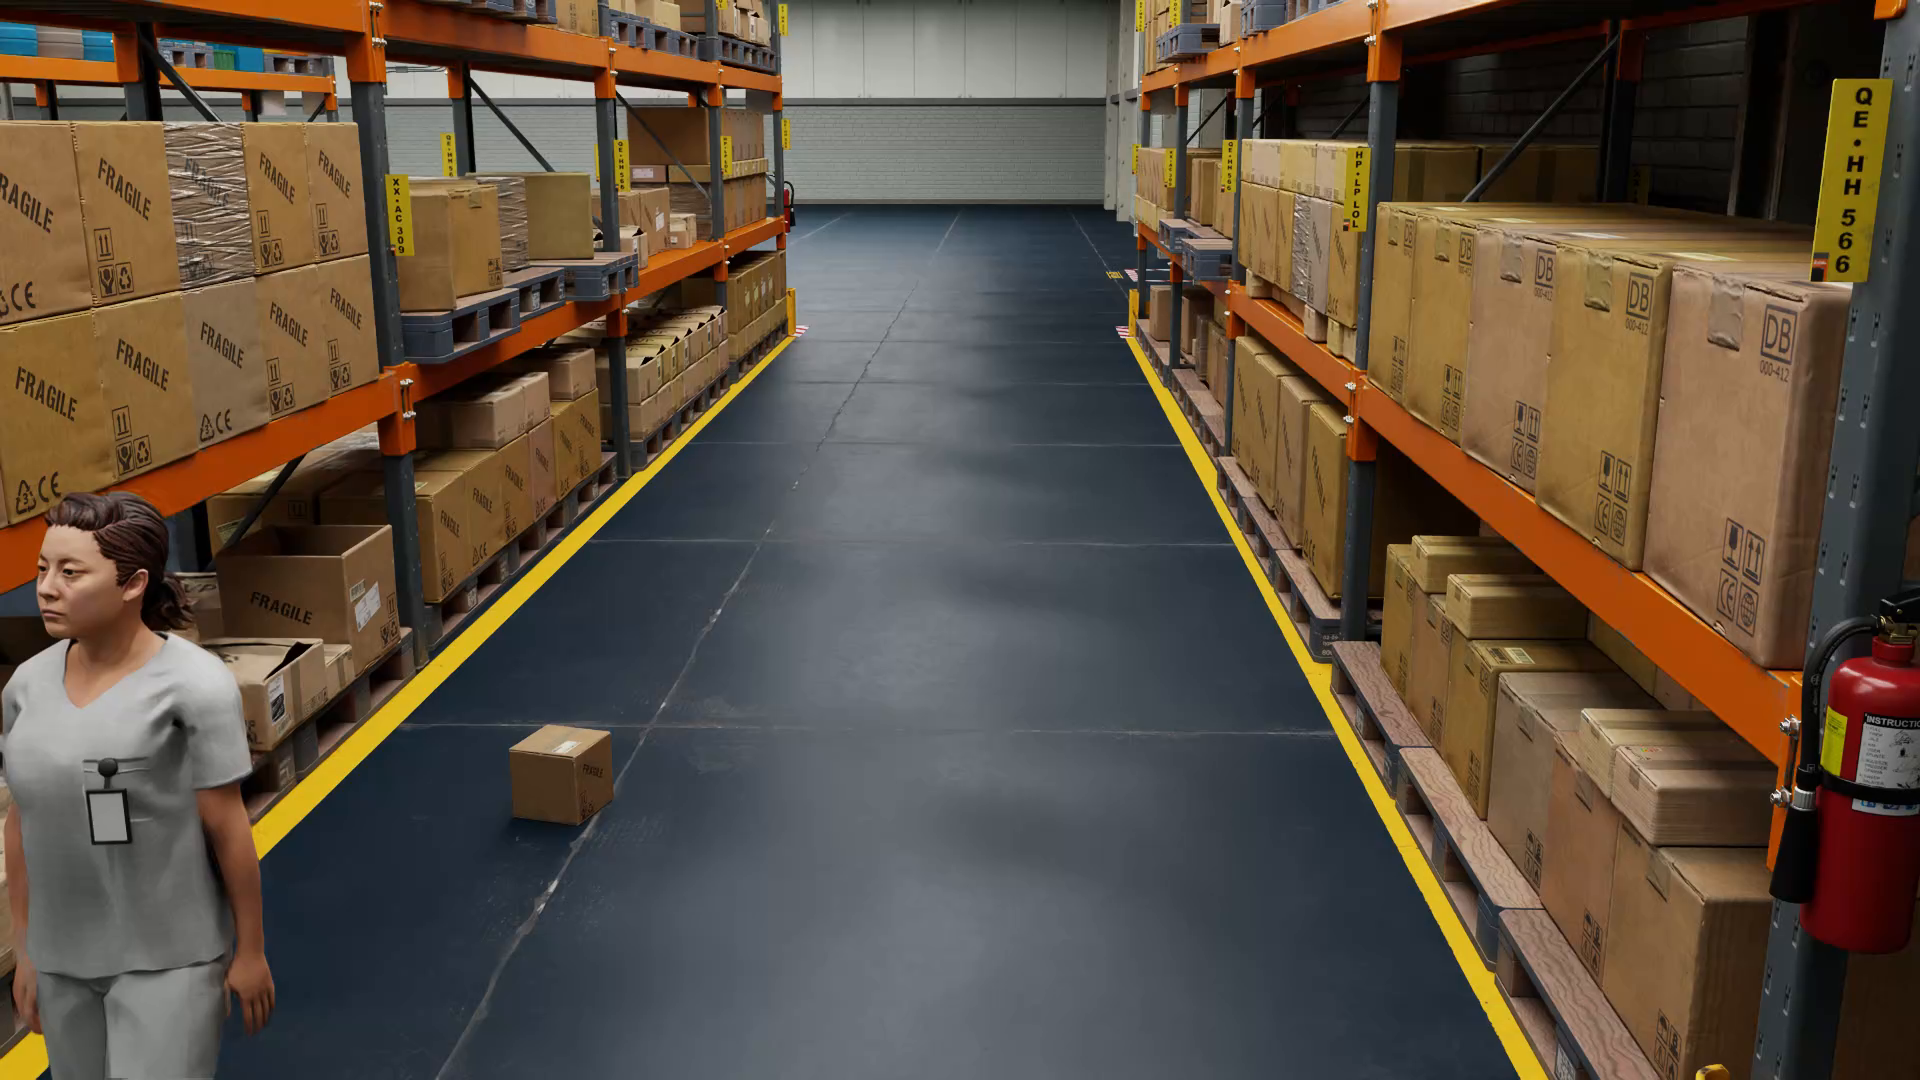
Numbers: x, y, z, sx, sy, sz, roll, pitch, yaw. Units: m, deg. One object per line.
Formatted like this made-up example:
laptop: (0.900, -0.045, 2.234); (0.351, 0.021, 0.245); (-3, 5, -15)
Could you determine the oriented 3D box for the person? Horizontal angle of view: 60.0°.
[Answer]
person: (-1.459, 0.744, 2.905); (0.466, 1.663, 0.466); (2, 14, 10)
